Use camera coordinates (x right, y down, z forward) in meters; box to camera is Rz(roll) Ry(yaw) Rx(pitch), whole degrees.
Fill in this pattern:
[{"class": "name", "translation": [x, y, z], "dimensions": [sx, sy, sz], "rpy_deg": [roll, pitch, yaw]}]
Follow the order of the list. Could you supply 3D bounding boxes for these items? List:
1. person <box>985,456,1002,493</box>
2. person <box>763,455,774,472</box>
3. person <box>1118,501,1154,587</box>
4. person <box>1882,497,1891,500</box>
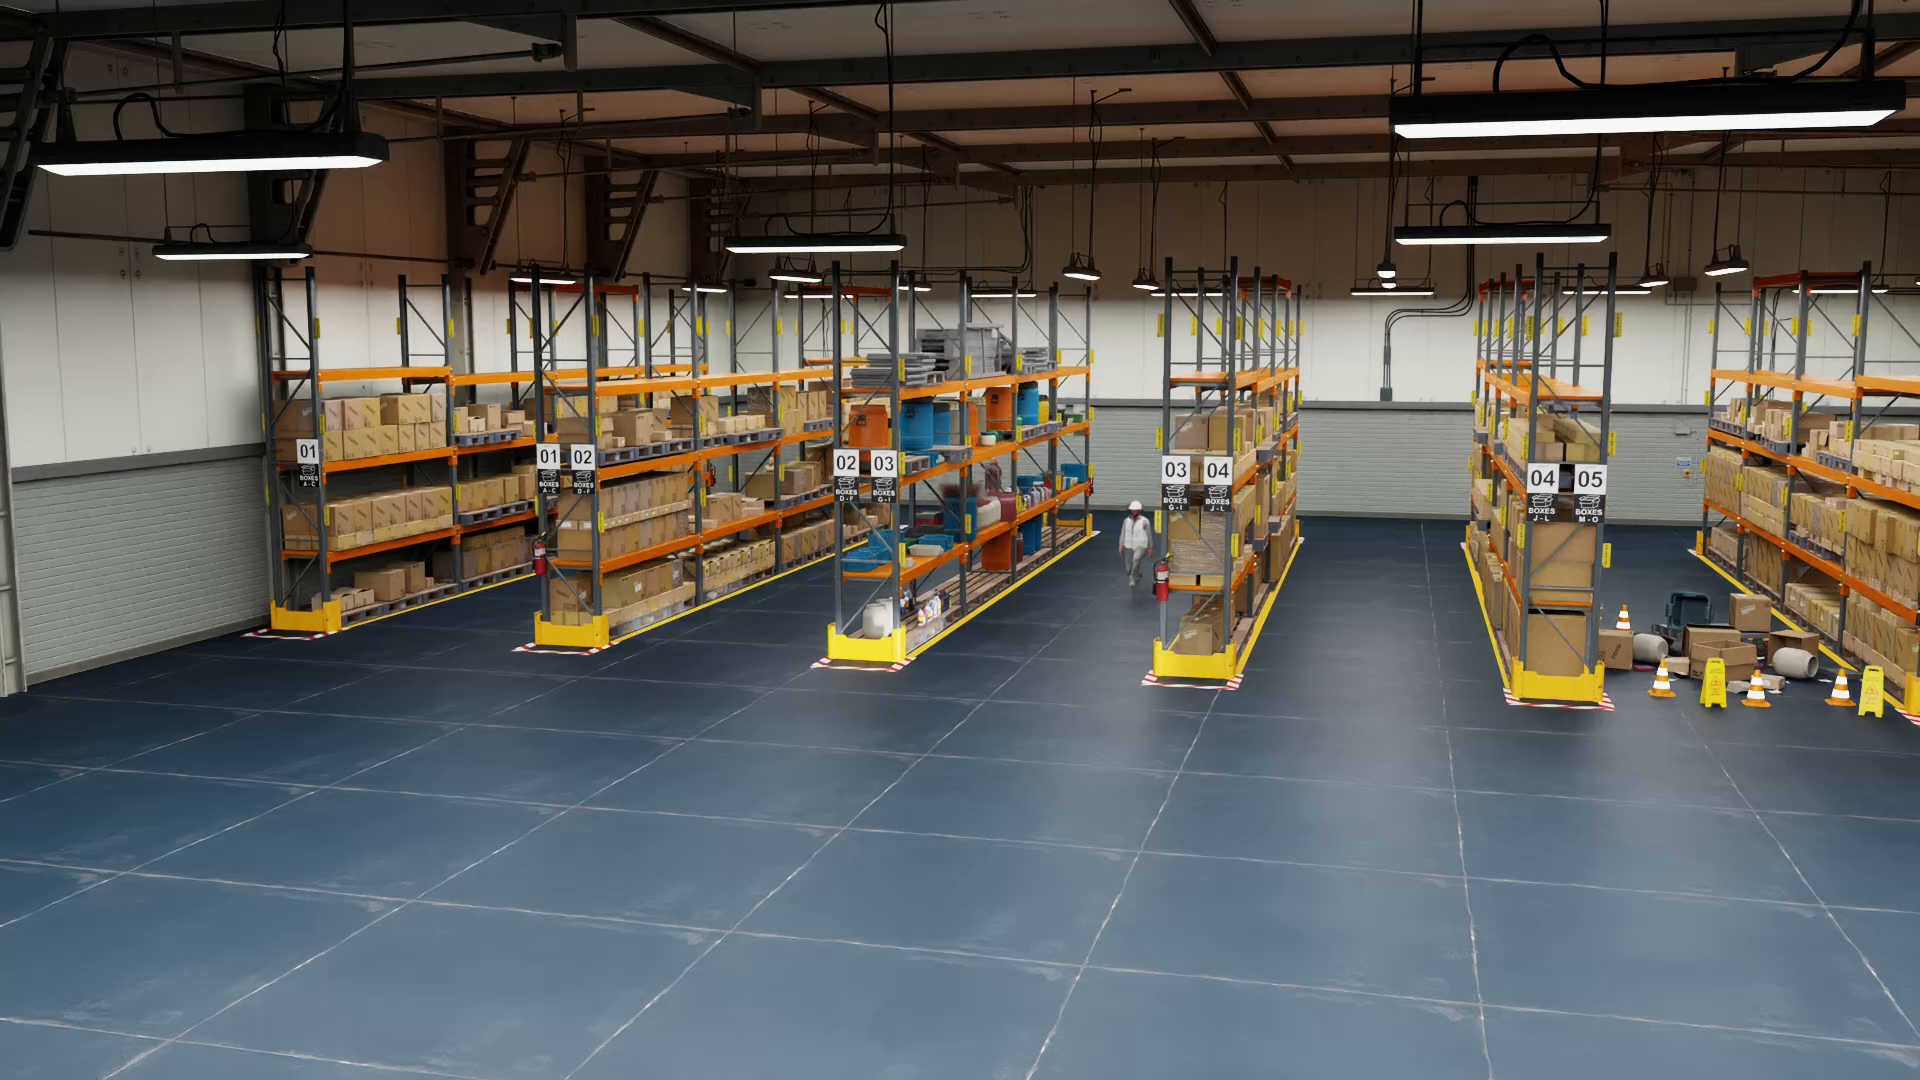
[{"class": "person", "translation": [0.830, -1.292, 42.512], "dimensions": [0.536, 1.777, 0.598], "rpy_deg": [2, 8, 17]}, {"class": "person", "translation": [-5.088, -1.472, 44.655], "dimensions": [0.453, 1.611, 1.082], "rpy_deg": [1, 7, 11]}, {"class": "person", "translation": [3.223, 0.046, 30.878], "dimensions": [0.592, 1.538, 1.002], "rpy_deg": [4, 8, 31]}, {"class": "person", "translation": [18.597, -0.058, 33.444], "dimensions": [0.535, 1.663, 0.444], "rpy_deg": [-3, 8, -23]}]
